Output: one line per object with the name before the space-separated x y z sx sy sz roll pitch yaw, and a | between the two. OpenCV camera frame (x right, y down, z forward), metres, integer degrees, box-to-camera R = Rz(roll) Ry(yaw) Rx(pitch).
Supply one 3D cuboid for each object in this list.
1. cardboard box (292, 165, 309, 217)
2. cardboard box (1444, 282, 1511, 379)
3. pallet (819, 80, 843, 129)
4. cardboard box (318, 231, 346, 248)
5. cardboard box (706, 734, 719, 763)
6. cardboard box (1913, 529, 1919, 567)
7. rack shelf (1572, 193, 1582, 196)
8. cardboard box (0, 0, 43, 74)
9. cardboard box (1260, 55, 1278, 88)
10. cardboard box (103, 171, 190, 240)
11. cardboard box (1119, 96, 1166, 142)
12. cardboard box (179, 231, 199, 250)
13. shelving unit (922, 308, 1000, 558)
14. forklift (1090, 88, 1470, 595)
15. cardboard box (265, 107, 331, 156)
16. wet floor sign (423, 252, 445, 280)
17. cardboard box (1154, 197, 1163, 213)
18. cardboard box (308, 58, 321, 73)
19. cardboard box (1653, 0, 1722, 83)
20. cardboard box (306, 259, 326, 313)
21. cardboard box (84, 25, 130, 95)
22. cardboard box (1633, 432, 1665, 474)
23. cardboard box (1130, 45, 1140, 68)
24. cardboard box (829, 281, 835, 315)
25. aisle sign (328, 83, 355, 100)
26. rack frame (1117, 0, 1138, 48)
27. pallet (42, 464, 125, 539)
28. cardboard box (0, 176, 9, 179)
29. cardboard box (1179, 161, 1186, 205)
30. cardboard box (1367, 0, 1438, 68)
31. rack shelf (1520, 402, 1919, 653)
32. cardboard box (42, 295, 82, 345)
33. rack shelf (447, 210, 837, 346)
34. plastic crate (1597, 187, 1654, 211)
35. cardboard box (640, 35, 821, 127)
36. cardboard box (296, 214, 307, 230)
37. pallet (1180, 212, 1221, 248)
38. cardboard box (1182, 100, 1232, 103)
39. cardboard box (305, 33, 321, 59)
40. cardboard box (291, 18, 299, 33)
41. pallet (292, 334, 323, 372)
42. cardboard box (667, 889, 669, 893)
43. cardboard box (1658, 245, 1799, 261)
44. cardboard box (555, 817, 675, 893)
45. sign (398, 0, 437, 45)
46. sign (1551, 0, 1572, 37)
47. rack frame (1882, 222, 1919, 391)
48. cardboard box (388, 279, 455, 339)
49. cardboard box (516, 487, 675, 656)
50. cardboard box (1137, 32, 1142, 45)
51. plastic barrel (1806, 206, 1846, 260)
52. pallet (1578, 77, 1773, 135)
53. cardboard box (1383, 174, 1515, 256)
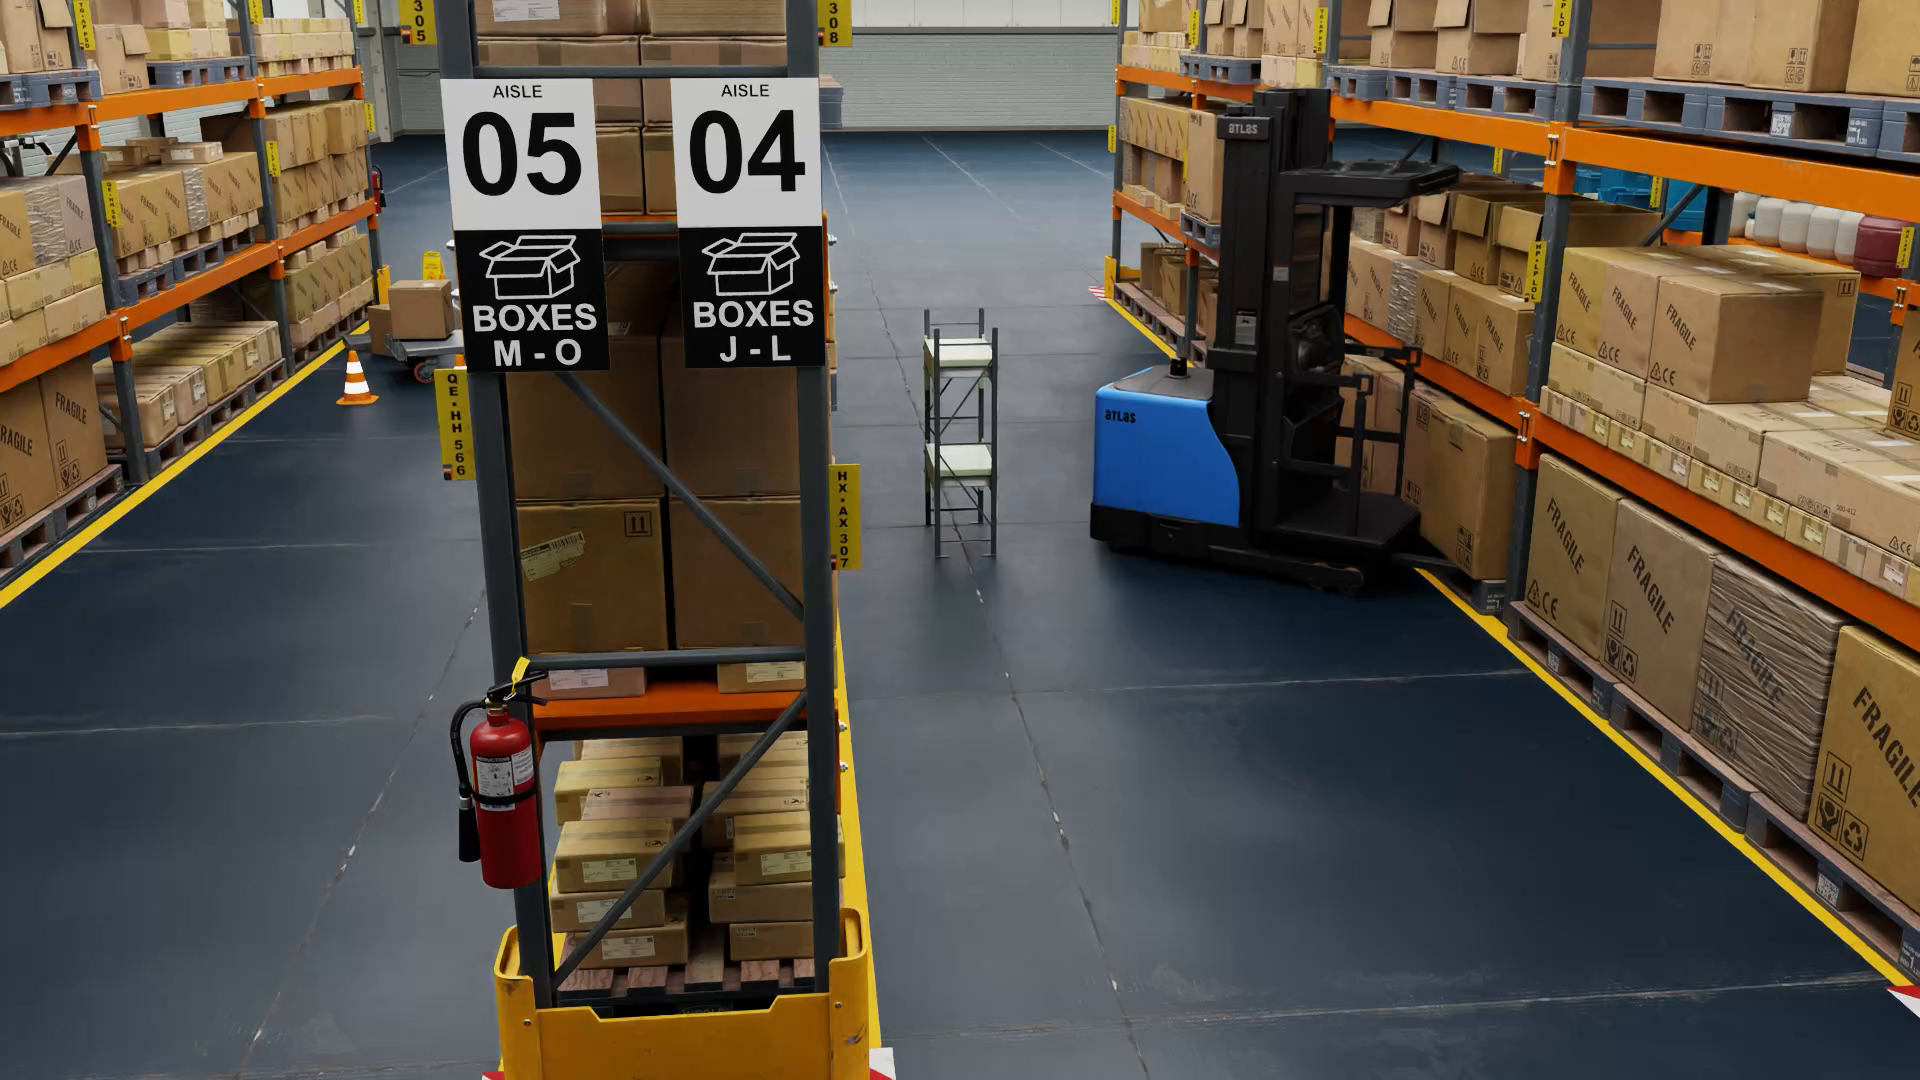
cardboard box | -6.878 -3.506 16.675 0.500 0.500 0.500 -2 18 -6
cardboard box | 3.284 -1.277 10.070 0.500 0.500 0.500 -1 17 -4
pallet | -1.254 -2.357 8.981 1.213 0.211 1.003 -2 18 -6
cardboard box | -6.952 -3.284 18.185 0.380 0.149 0.250 -1 17 -3
cardboard box | -0.877 0.829 7.091 0.380 0.149 0.250 -1 17 -3
cardboard box | 3.746 0.034 5.814 0.500 0.250 0.500 -2 18 -7
rack shelf | 7.543 -3.740 19.283 1.077 0.370 4.000 -2 18 -6
cardboard box | -6.331 -3.227 10.571 0.700 0.500 0.500 -3 18 -8
cardboard box | 2.828 -3.933 13.941 0.500 0.250 0.500 -1 17 -4
cardboard box | -6.560 -2.681 13.344 0.500 0.500 0.500 -1 17 -5
cardboard box | 2.196 -5.021 19.828 0.500 0.500 0.500 -2 18 -6
cardboard box | -6.589 -2.503 13.859 0.380 0.149 0.250 -1 17 -4
shelving unit | -0.001 -0.718 10.959 0.431 1.500 0.755 -2 18 -6
forklift | 2.389 -1.246 10.252 3.031 2.935 1.130 10 20 29
cardboard box | -7.064 -4.289 17.496 0.700 0.500 0.500 -2 18 -6
wet floor sign | -6.402 -3.186 20.249 0.267 0.644 0.232 4 18 13
cardboard box | 2.368 -3.717 18.428 0.380 0.149 0.250 -2 18 -6
cardboard box | -6.929 -4.977 17.435 0.380 0.149 0.250 -2 18 -6
cardboard box | 3.788 -2.447 7.919 0.700 0.500 0.500 -3 18 -9
cardboard box | -6.894 -2.618 17.145 0.500 0.500 0.500 -1 17 -3
cardboard box | -6.710 -3.598 12.455 0.700 0.500 0.500 -2 18 -6
cardboard box | 3.458 -0.421 7.931 0.380 0.149 0.250 -2 18 -6
cardboard box | 2.262 -5.581 19.188 0.500 0.250 0.500 -2 18 -7
cardboard box | -0.879 -1.324 9.111 0.380 0.149 0.250 -1 17 -3
aisle sign | -7.165 -5.488 19.309 0.394 0.787 0.004 -2 18 -6
rack frame | 2.410 -7.388 19.688 1.000 3.000 0.127 -2 18 -6
pallet | -6.616 -0.269 11.681 1.003 0.211 1.213 -2 18 -6
cardboard box | -6.814 -2.207 11.362 0.500 0.500 0.500 -2 18 -7
cardboard box | 2.821 -3.810 17.642 0.875 0.500 0.500 -2 18 -6
cardboard box | 3.370 -3.644 11.895 0.797 0.503 0.637 -1 17 -2
rack shelf | 3.854 -0.012 7.408 1.077 0.370 4.000 -2 18 -6
cardboard box | -6.243 -1.471 11.104 0.500 0.250 0.500 -1 17 -5
rack shelf | -1.090 -1.320 6.566 1.077 0.370 4.000 -2 18 -6
plastic crate | 7.365 -3.738 18.323 0.499 0.251 0.616 -2 18 -6
cardboard box | -0.672 -1.376 4.960 0.500 0.250 0.500 -1 17 -5
cardboard box | -6.874 -3.239 16.905 0.380 0.149 0.250 -1 17 -4
pallet | 2.757 -3.011 16.079 1.003 0.211 1.213 -2 18 -6
cardboard box | 2.819 -4.739 18.931 0.500 0.500 0.500 -2 18 -6
cardboard box | -6.963 -5.123 17.232 0.500 0.250 0.500 -2 18 -5
cardboard box | -6.931 -5.210 16.845 0.380 0.149 0.250 -2 18 -6
pallet | -7.139 -1.897 16.867 1.003 0.211 1.213 -2 18 -6
cardboard box | -1.273 1.300 6.087 0.380 0.149 0.250 -1 17 -4
cardboard box | 3.961 -1.250 8.654 0.500 0.500 0.500 -1 17 -4
cardboard box | -1.190 1.090 5.763 0.380 0.149 0.250 -2 17 -5
sign | -1.438 -1.478 4.393 0.100 0.325 0.005 -2 18 -6
sign | 3.109 -2.759 8.562 0.100 0.325 0.005 -2 18 -6
rack frame | 8.162 -2.296 13.482 1.000 3.000 0.127 -2 18 -6
cardboard box | -5.267 -2.261 16.280 0.500 0.500 0.500 -2 18 -6
cardboard box | -1.186 0.048 5.352 0.500 0.500 0.500 -1 17 -5
cardboard box | 2.245 -5.752 19.067 0.380 0.149 0.250 -1 17 -3
plastic barrel | 7.800 -2.774 14.820 0.421 0.512 0.421 0 17 0
pallet | 3.722 -2.096 7.985 1.003 0.211 1.213 -2 18 -6
cardboard box | 3.359 -2.256 11.515 0.797 0.503 0.637 -1 17 -4
